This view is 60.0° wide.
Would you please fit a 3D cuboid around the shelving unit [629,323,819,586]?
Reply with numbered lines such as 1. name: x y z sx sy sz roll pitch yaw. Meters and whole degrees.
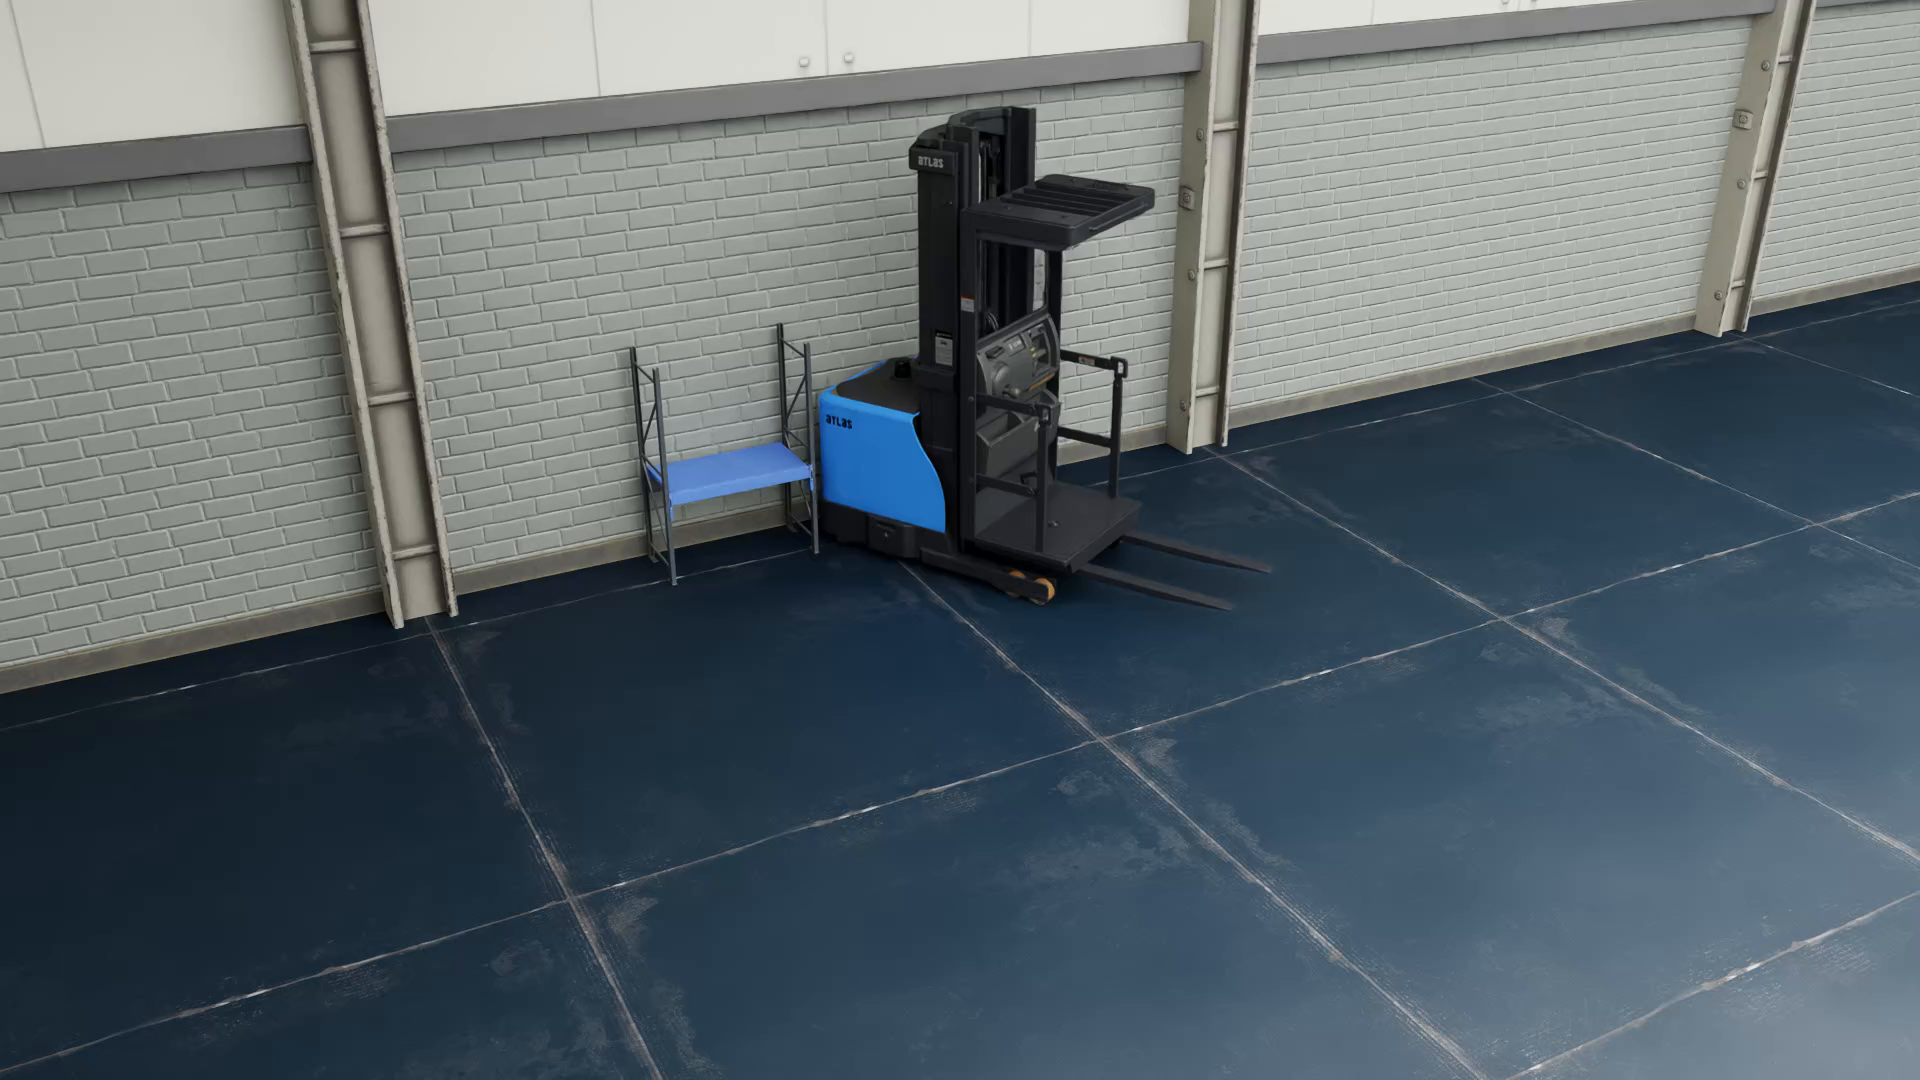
1. shelving unit: -1.544 -0.576 11.018 1.048 1.500 0.538 -13 29 -25

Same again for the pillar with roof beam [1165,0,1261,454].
1. pillar with roof beam: 3.889 -3.178 7.774 0.400 9.000 9.100 -13 29 -25

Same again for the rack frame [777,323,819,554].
1. rack frame: -1.095 -0.679 11.234 0.032 1.500 0.500 -13 29 -25

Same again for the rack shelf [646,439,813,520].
1. rack shelf: -1.544 -0.413 11.096 1.000 0.185 0.538 -13 29 -25

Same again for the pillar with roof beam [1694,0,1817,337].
1. pillar with roof beam: 9.184 -4.400 10.319 0.400 9.000 9.100 -13 29 -25

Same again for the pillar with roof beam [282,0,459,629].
1. pillar with roof beam: -1.405 -1.956 5.229 0.400 9.000 9.100 -13 29 -25

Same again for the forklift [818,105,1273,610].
1. forklift: 0.553 -1.169 10.600 3.031 2.935 1.130 15 30 29

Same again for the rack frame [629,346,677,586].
1. rack frame: -1.992 -0.472 10.802 0.032 1.500 0.500 -13 29 -25
